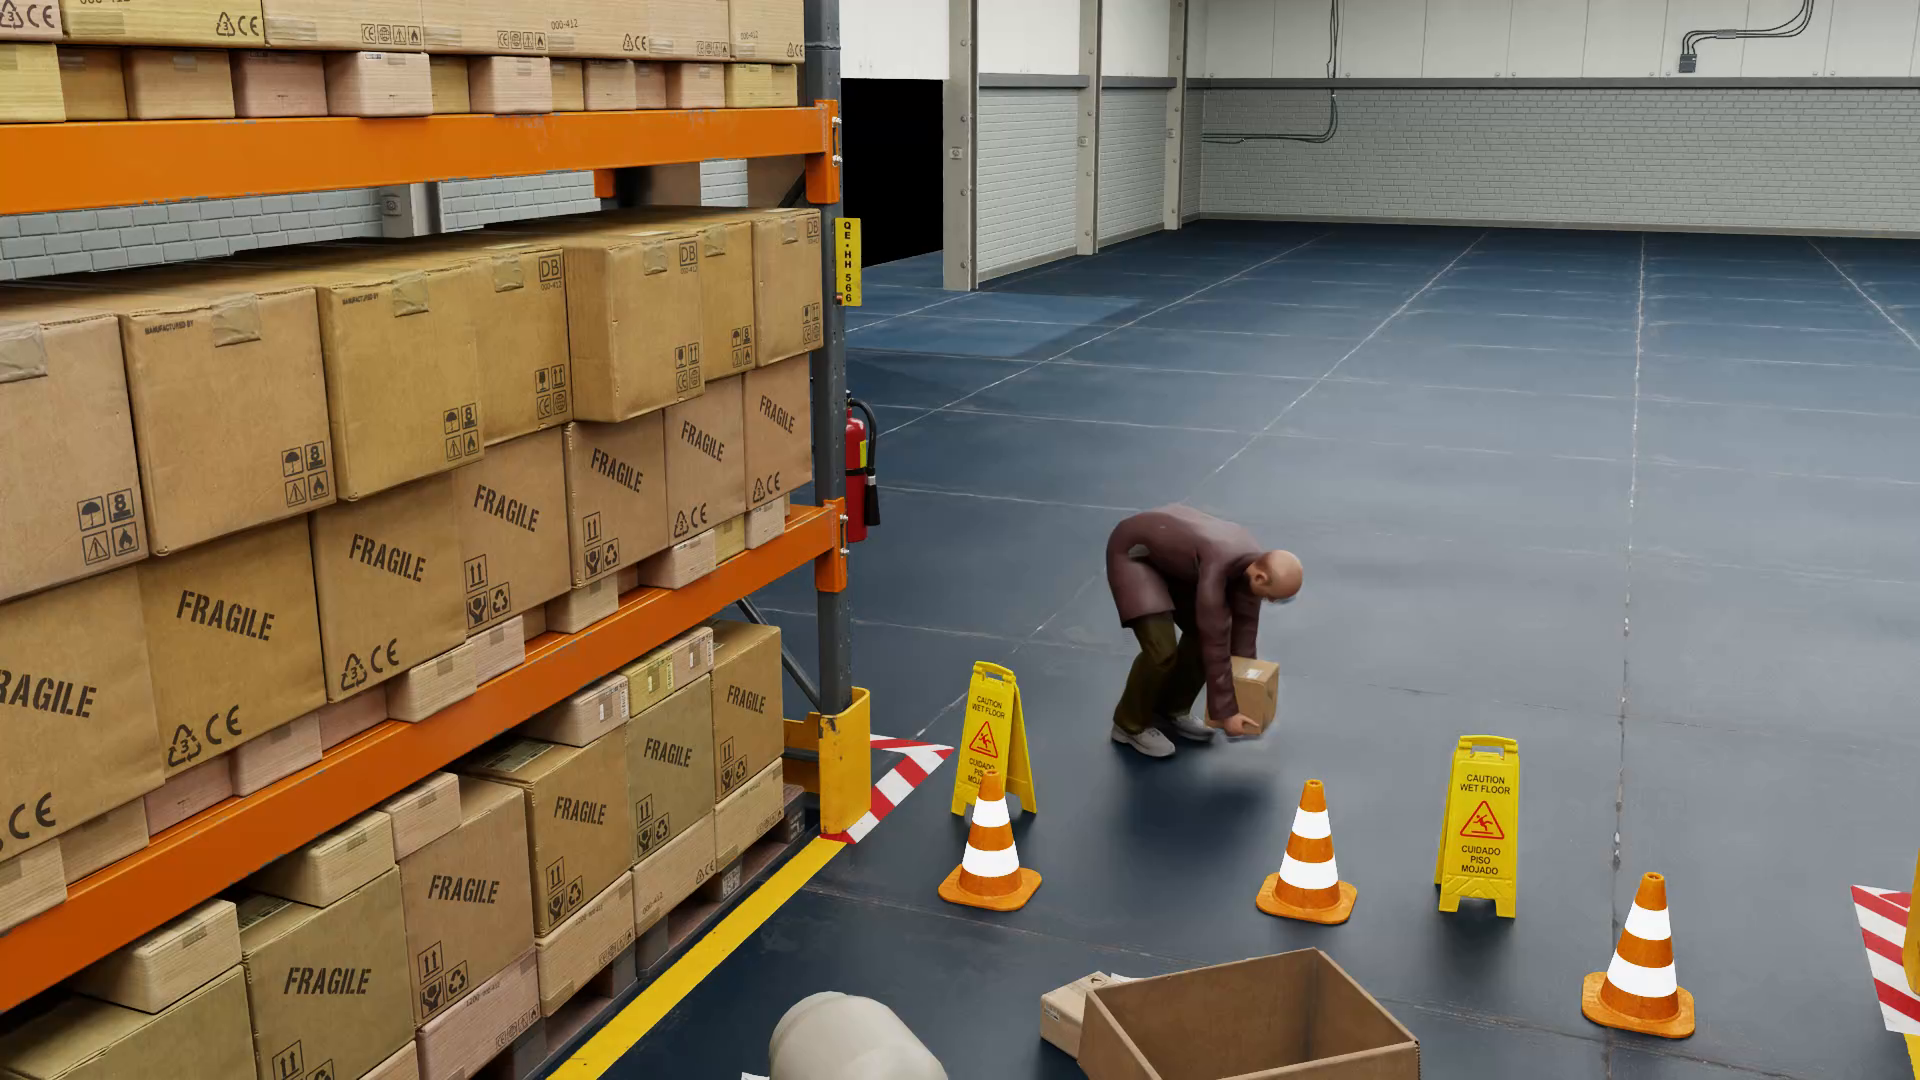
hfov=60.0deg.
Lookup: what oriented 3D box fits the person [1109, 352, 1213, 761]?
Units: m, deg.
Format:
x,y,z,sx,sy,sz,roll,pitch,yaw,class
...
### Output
x,y,z,sx,sy,sz,roll,pitch,yaw,class
0.915,0.047,7.379,0.429,1.772,0.644,14,21,42,person
